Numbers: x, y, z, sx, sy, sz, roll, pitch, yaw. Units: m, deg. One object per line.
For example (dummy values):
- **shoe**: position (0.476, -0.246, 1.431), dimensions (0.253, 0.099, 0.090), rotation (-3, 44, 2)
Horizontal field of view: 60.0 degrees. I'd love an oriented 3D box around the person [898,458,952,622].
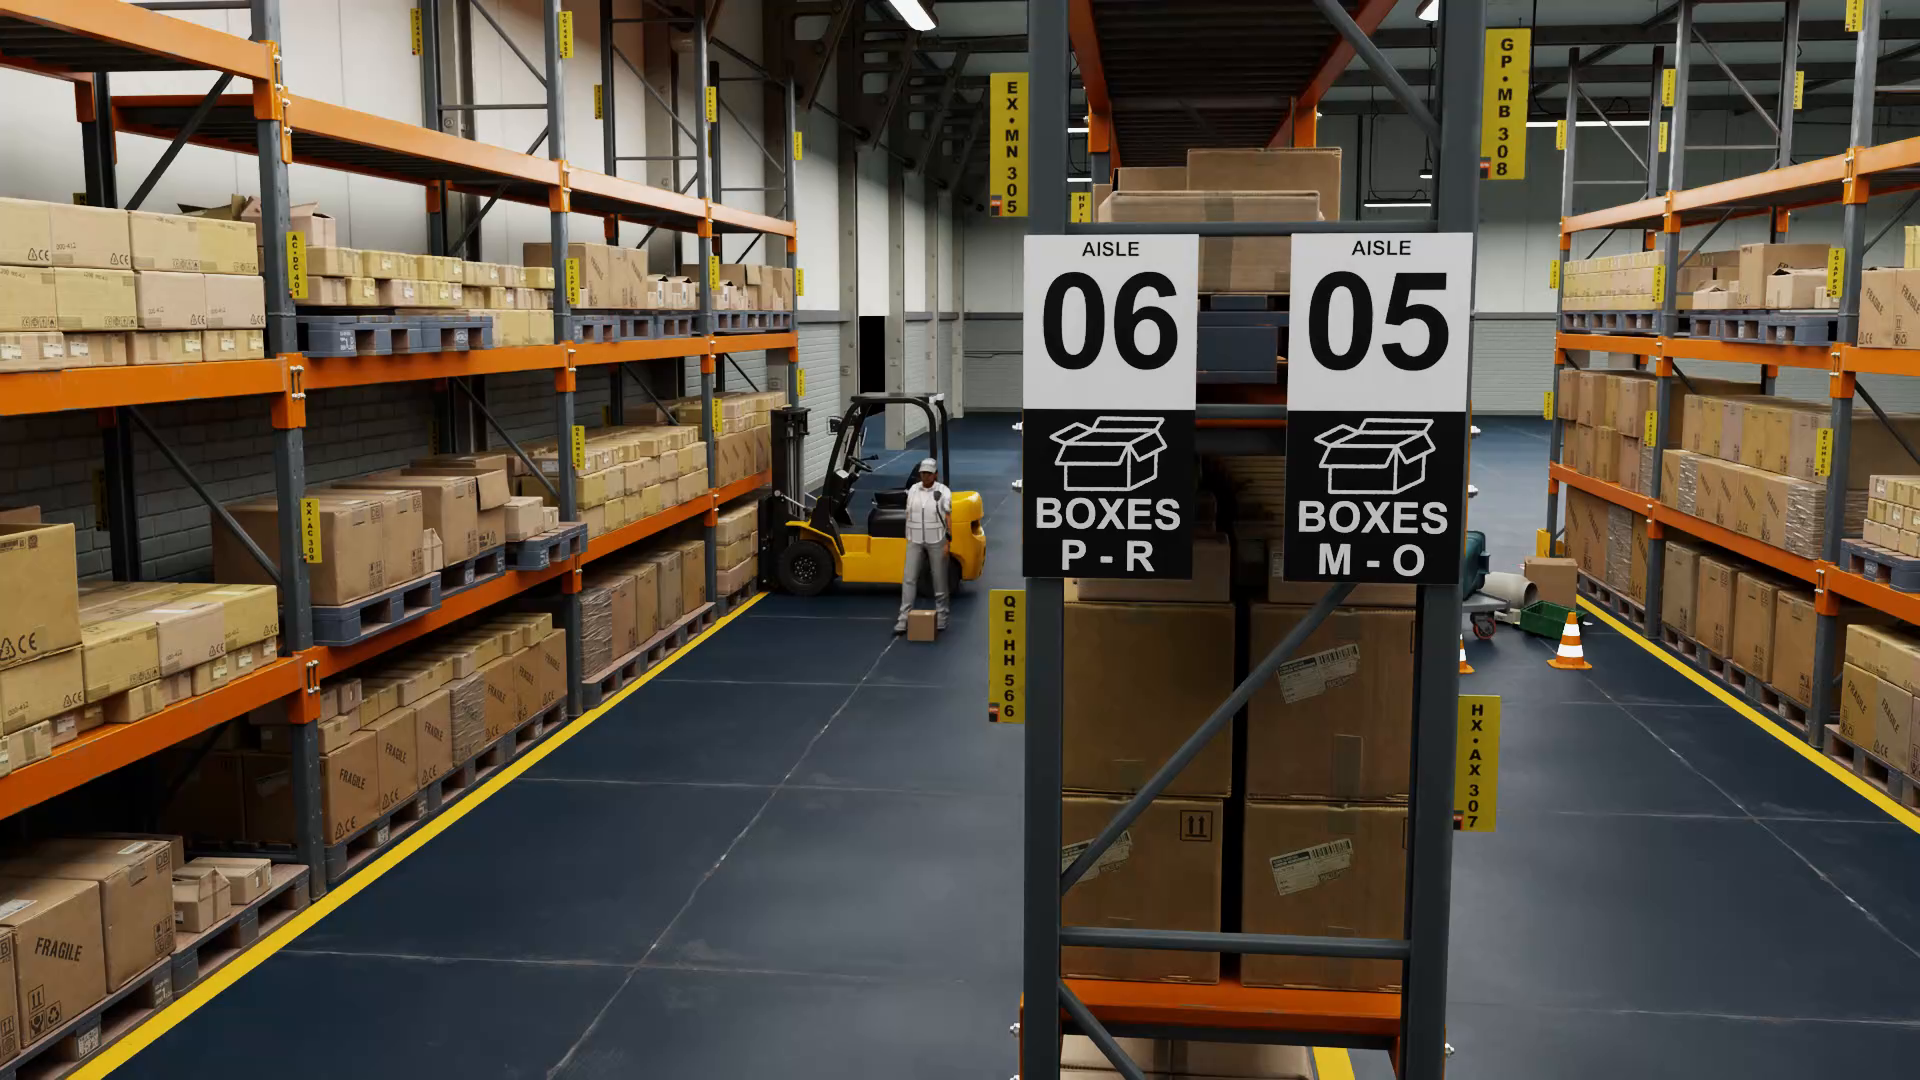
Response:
- **person**: position (-0.328, 0.010, 15.960), dimensions (0.488, 1.598, 0.447), rotation (2, 8, 11)
